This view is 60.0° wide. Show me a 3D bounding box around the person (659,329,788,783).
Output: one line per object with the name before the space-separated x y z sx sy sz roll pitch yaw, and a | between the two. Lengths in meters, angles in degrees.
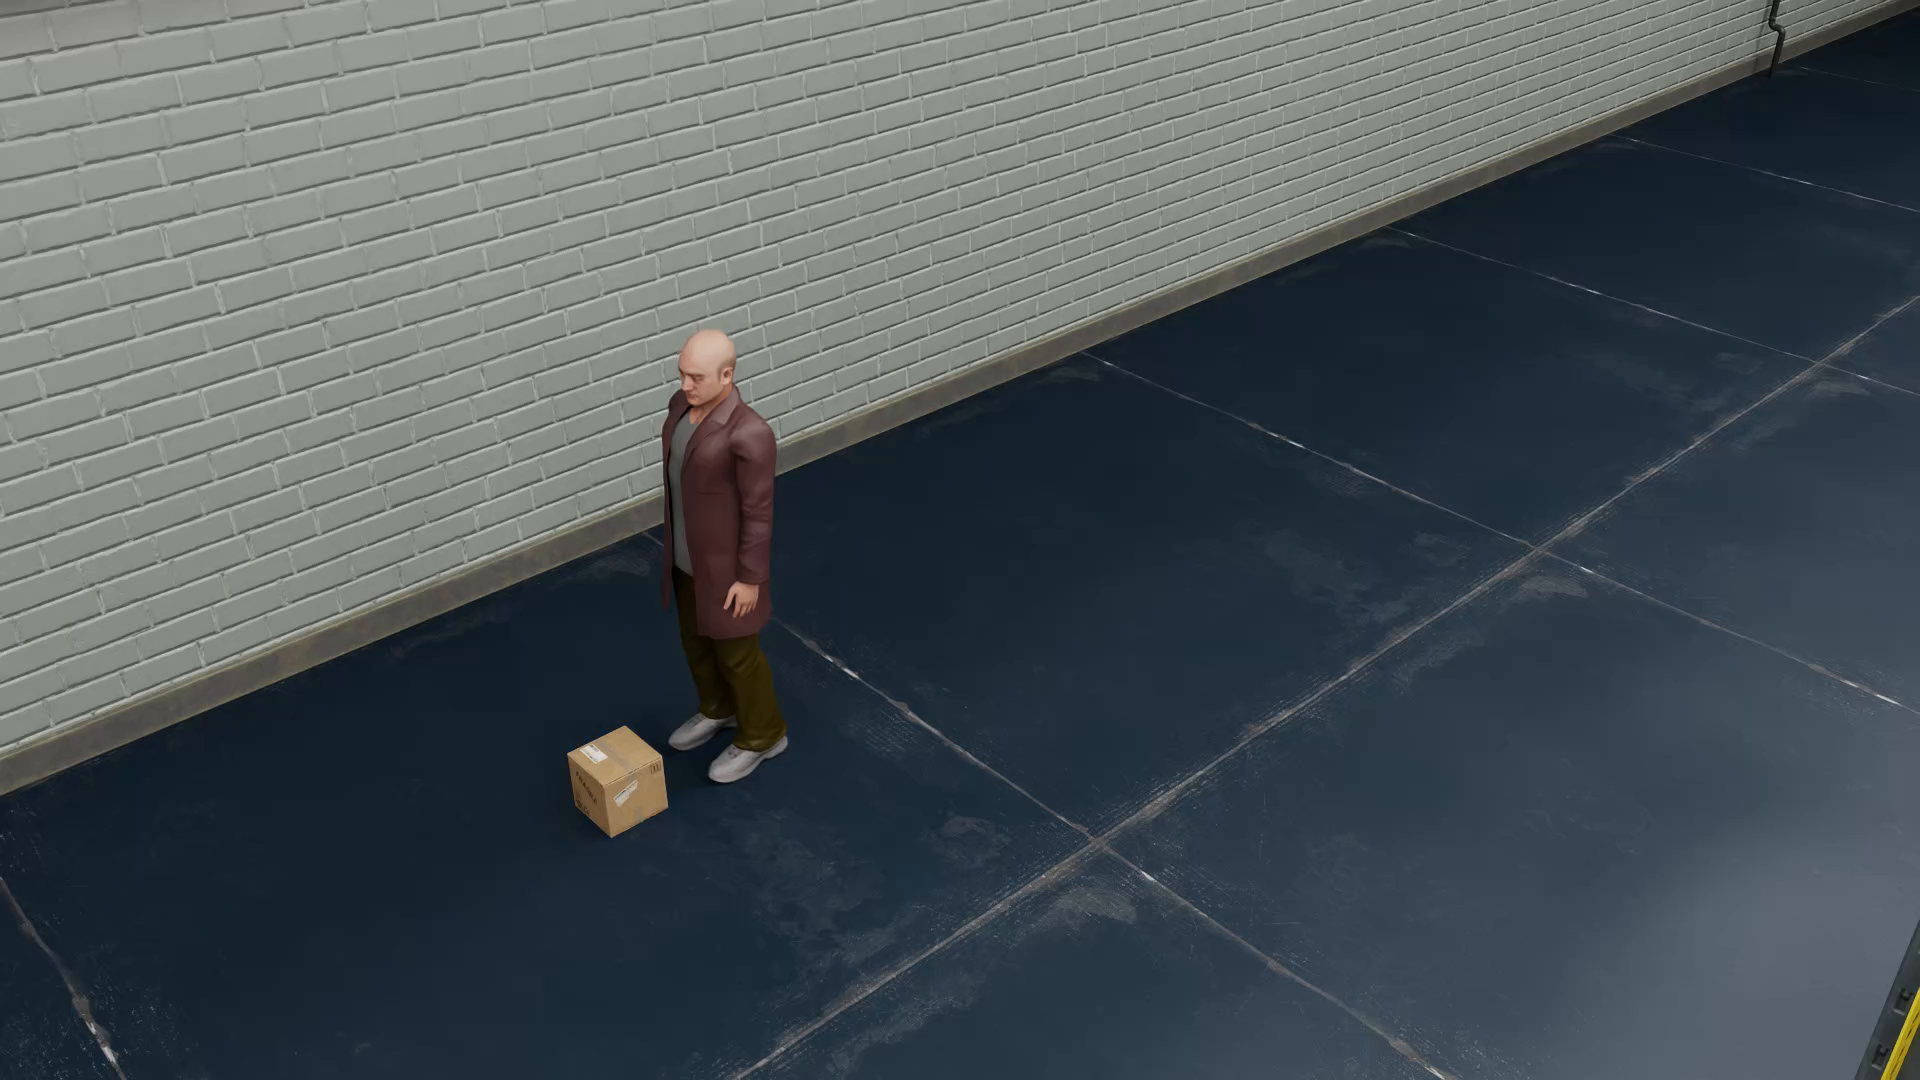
person | -0.885 0.068 6.040 0.379 1.775 0.561 -25 39 -34
